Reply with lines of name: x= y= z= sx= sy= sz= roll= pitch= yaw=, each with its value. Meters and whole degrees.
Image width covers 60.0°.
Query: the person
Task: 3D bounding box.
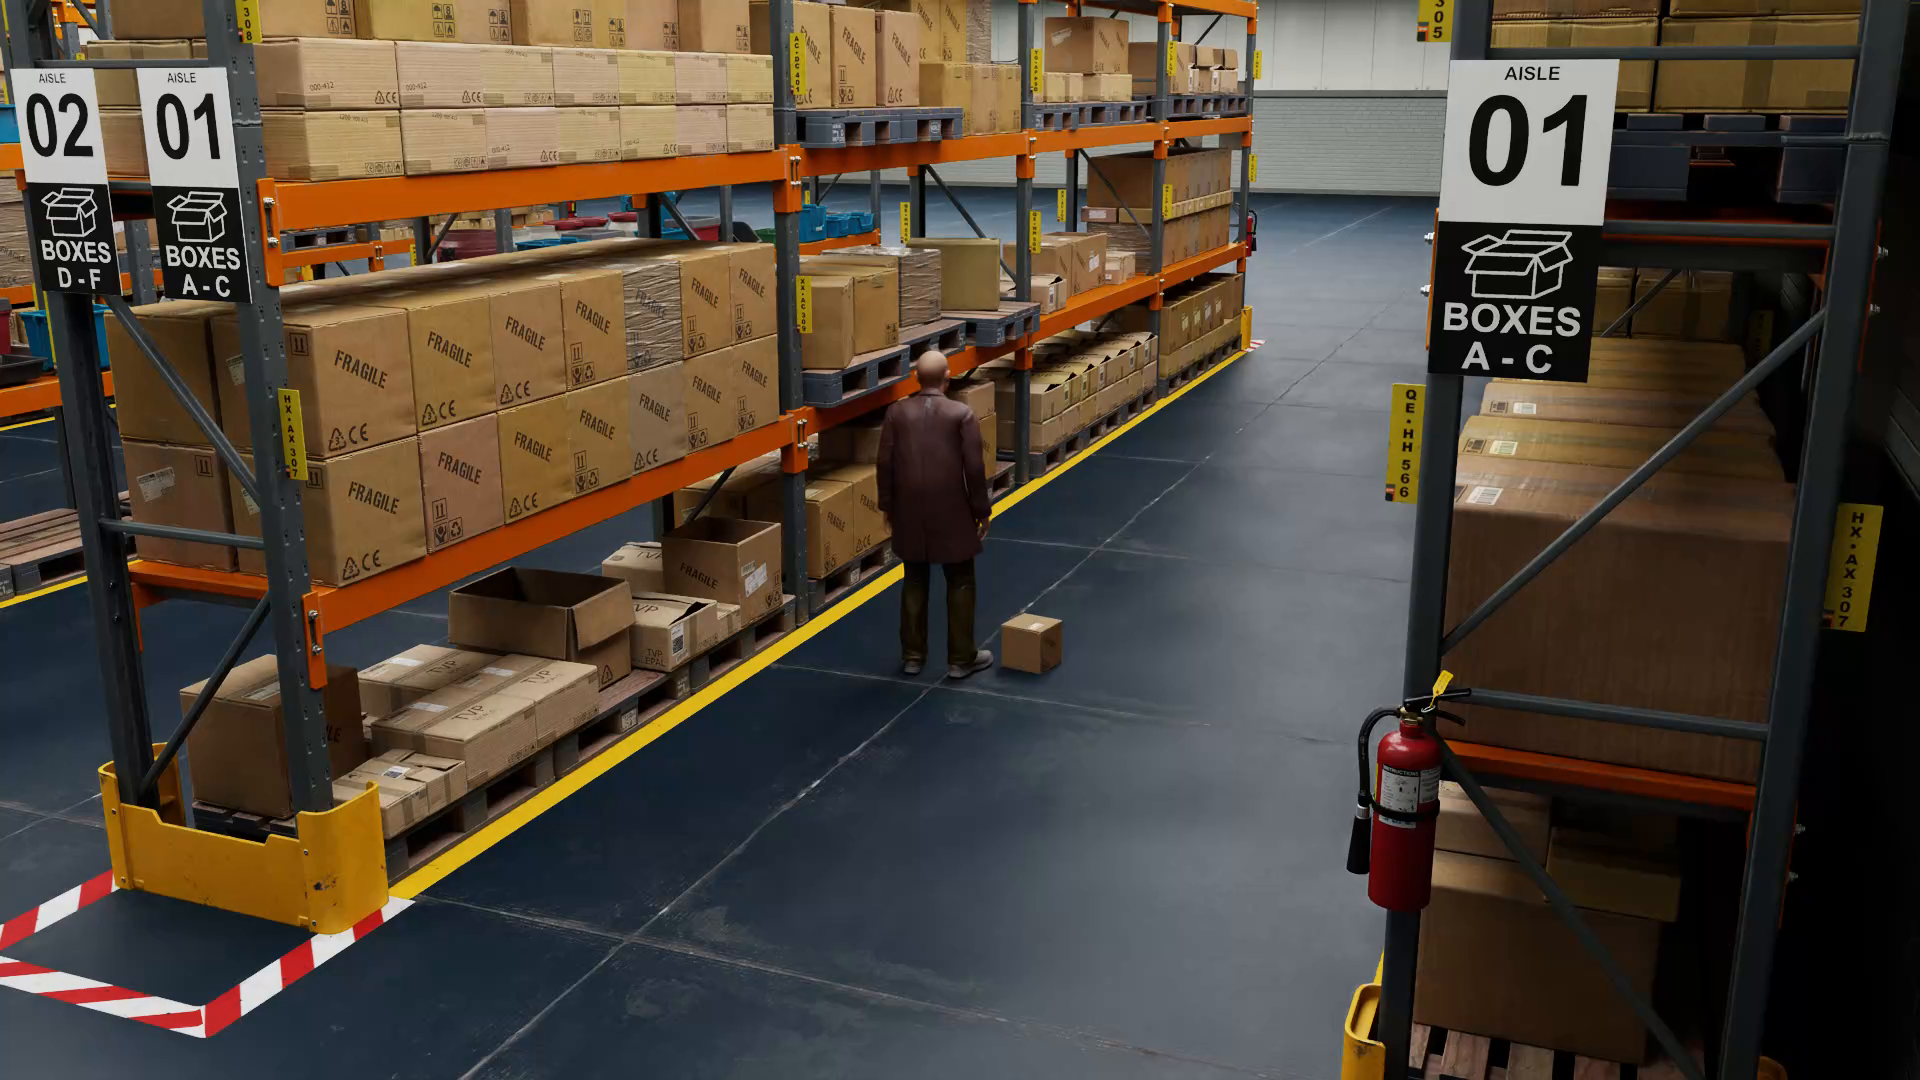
person: x=-0.139 y=-0.141 z=9.068 sx=0.648 sy=1.774 sz=0.421 roll=5 pitch=16 yaw=17
